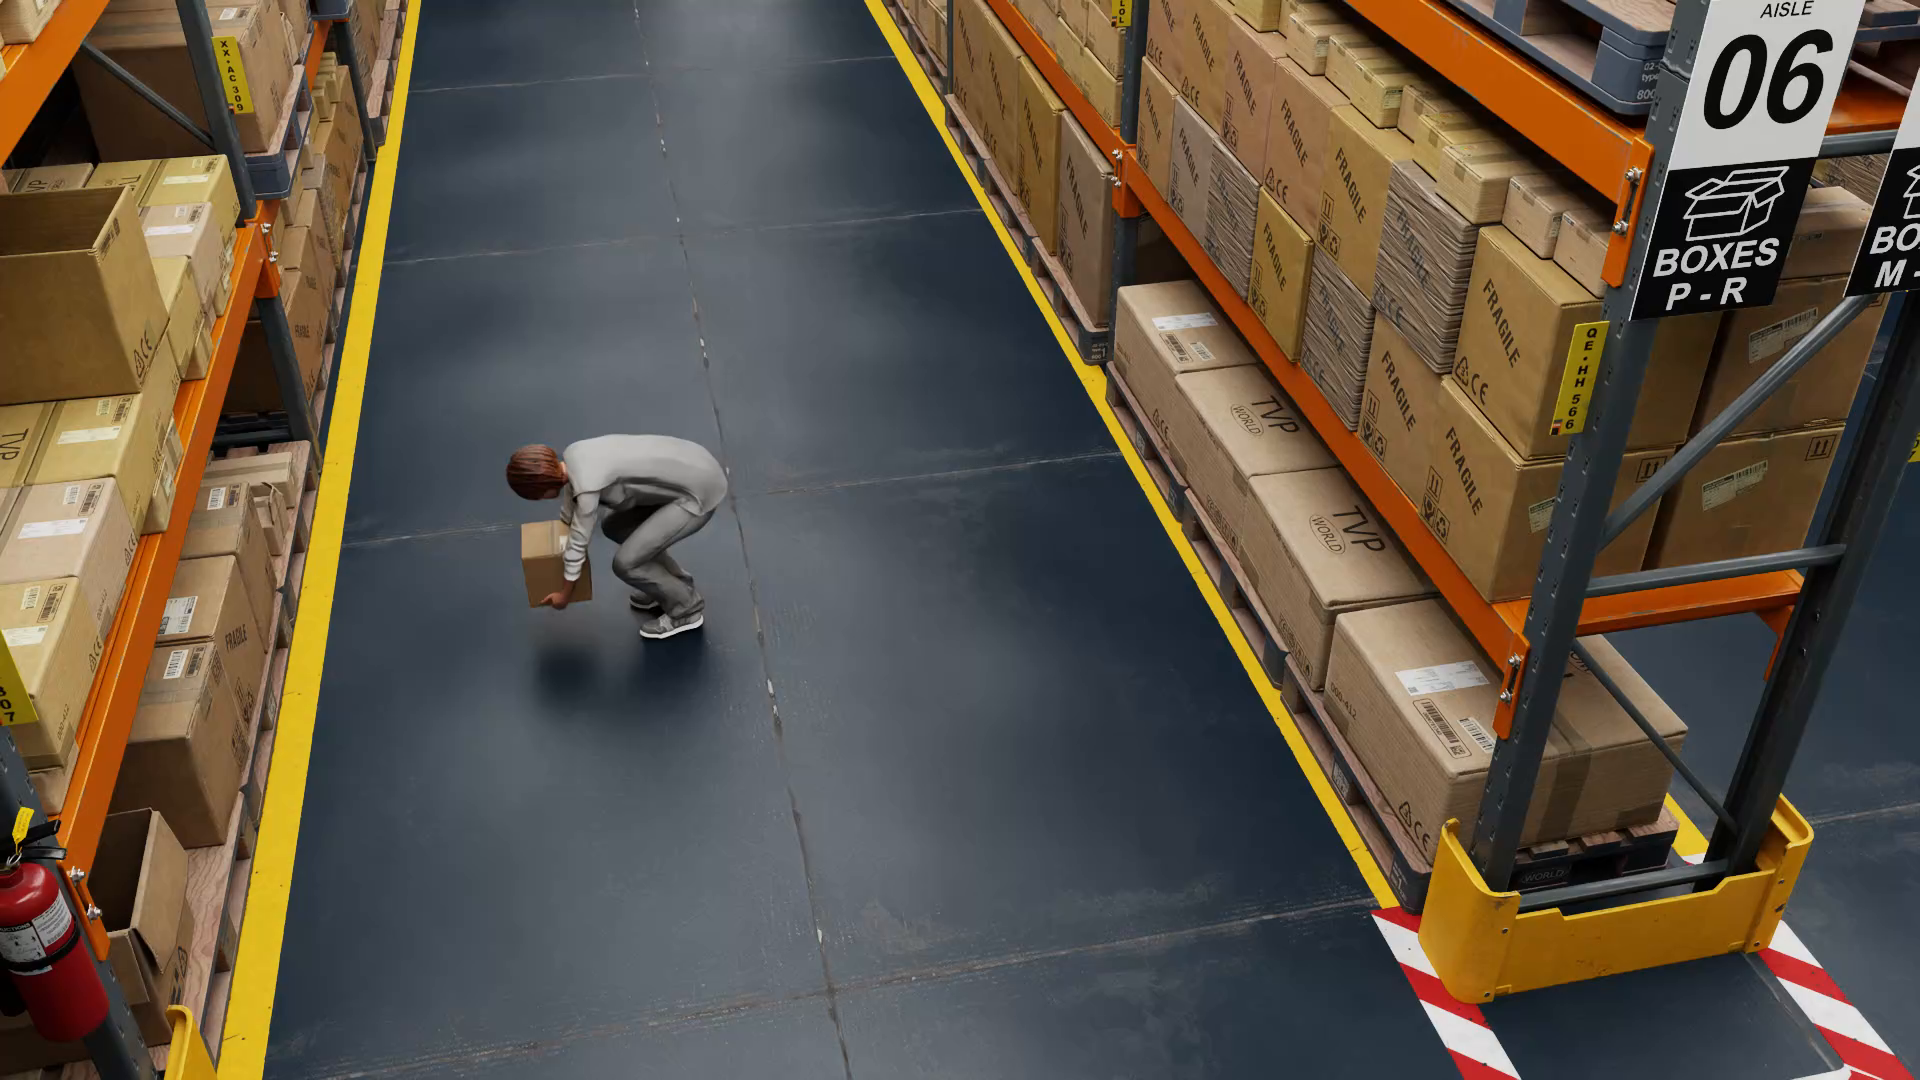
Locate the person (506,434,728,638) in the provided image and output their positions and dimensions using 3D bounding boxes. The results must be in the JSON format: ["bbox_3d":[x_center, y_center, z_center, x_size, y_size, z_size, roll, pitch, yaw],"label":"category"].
[{"bbox_3d":[-1.364,-0.032,6.802,0.854,0.910,0.428,-9,36,-12],"label":"person"}]
